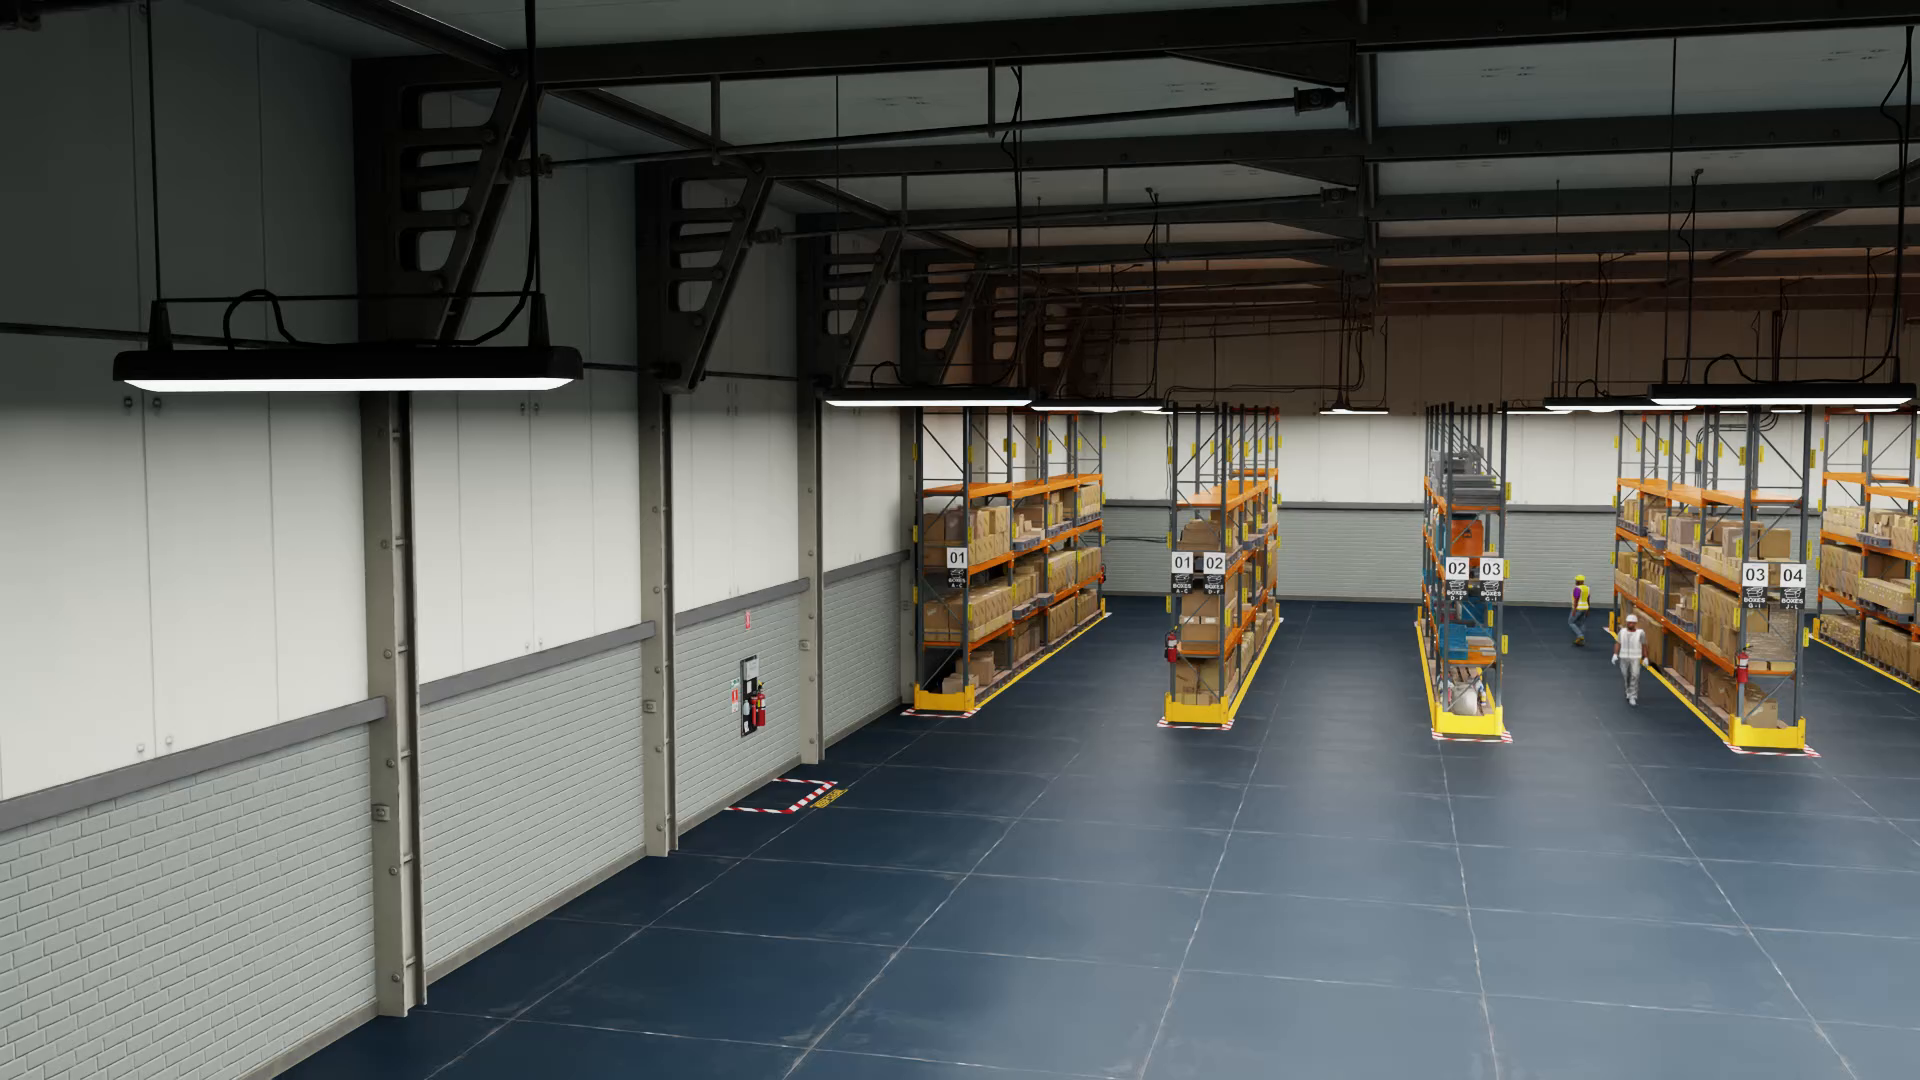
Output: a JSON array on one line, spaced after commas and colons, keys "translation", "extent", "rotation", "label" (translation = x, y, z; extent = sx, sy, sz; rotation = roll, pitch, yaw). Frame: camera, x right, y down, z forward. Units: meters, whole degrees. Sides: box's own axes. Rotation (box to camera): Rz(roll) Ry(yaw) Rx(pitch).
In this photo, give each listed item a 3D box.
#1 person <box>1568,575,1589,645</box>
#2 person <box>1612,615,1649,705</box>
[{"translation": [15.600, 1.757, 41.779], "extent": [0.613, 1.766, 0.467], "rotation": [-3, 5, -34], "label": "person"}, {"translation": [13.404, 2.368, 33.289], "extent": [0.651, 1.736, 0.937], "rotation": [3, 5, 35], "label": "person"}]
